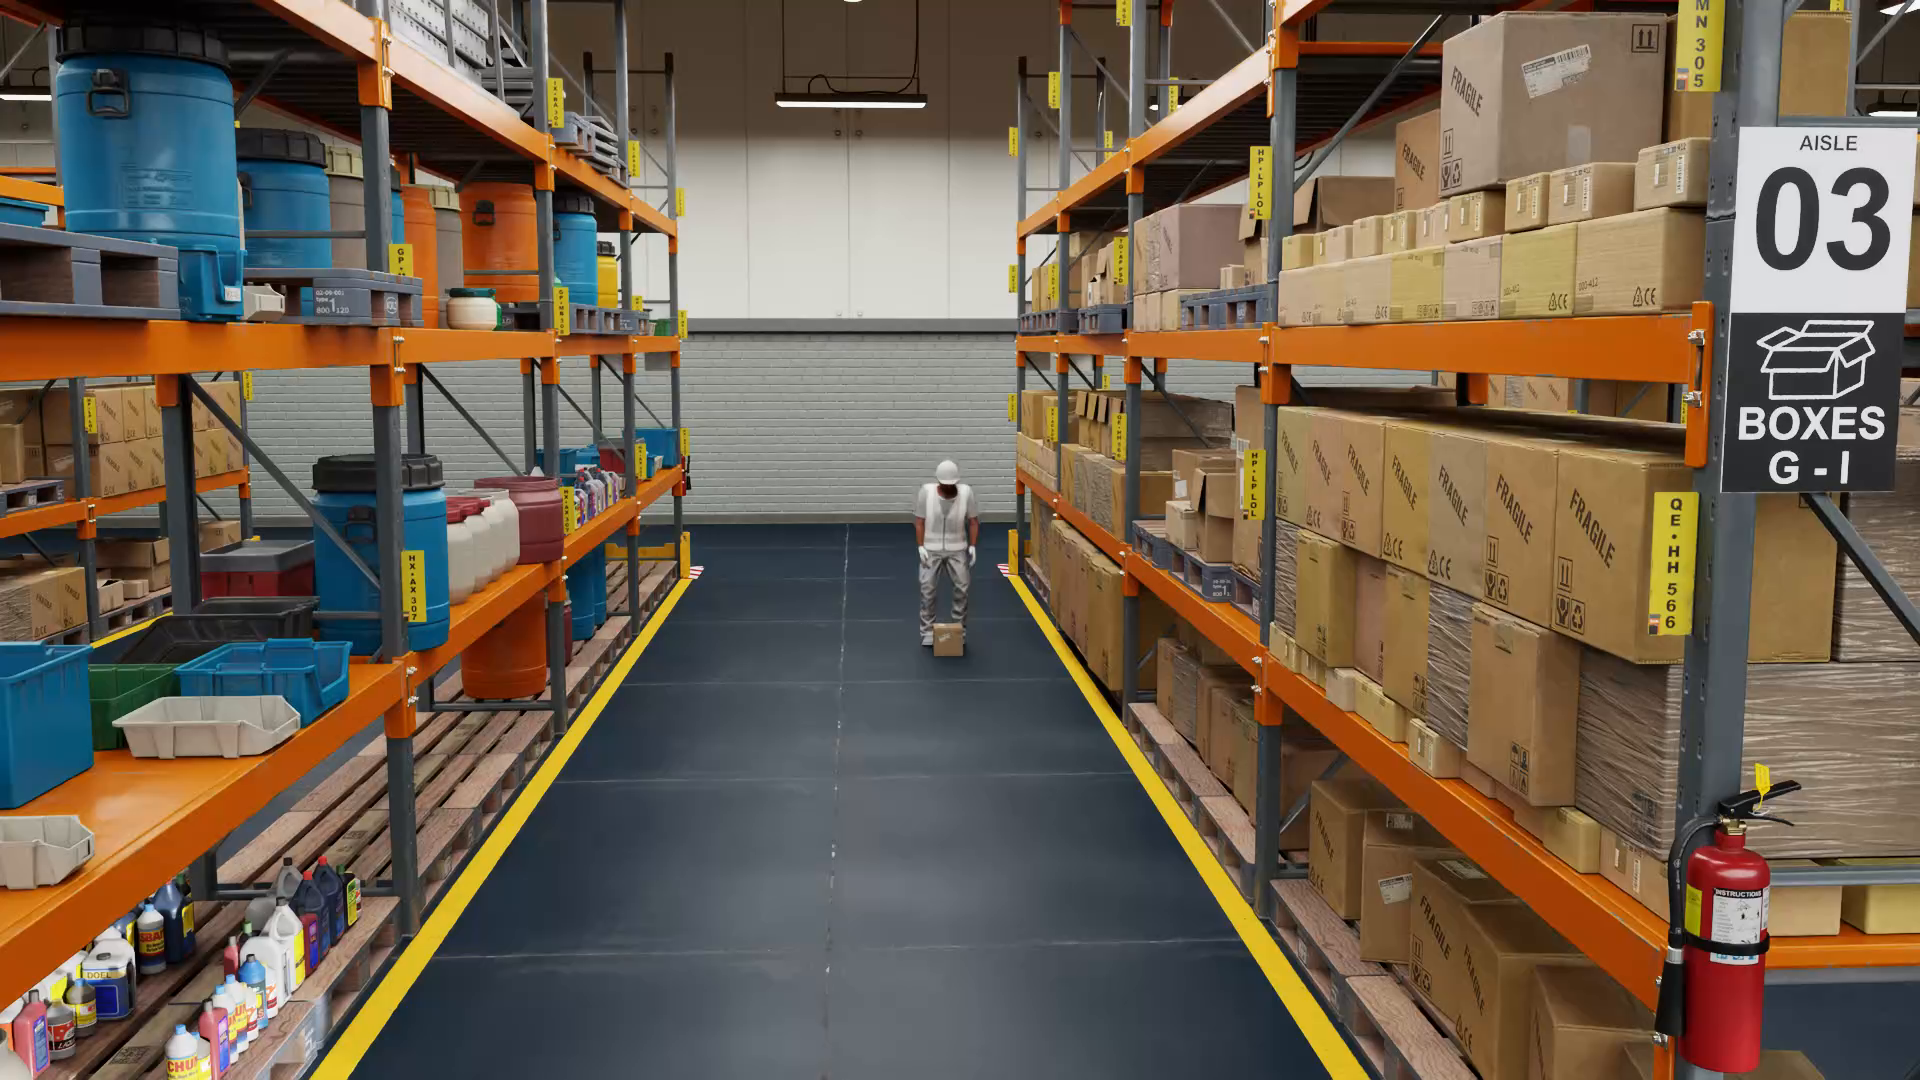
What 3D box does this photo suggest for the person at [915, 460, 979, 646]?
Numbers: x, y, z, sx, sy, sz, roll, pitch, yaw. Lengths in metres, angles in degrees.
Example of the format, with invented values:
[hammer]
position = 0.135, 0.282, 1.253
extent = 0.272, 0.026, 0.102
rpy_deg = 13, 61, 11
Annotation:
[person]
position = -0.117, 0.113, 15.091
extent = 0.584, 1.695, 0.517
rpy_deg = 0, 7, -2
